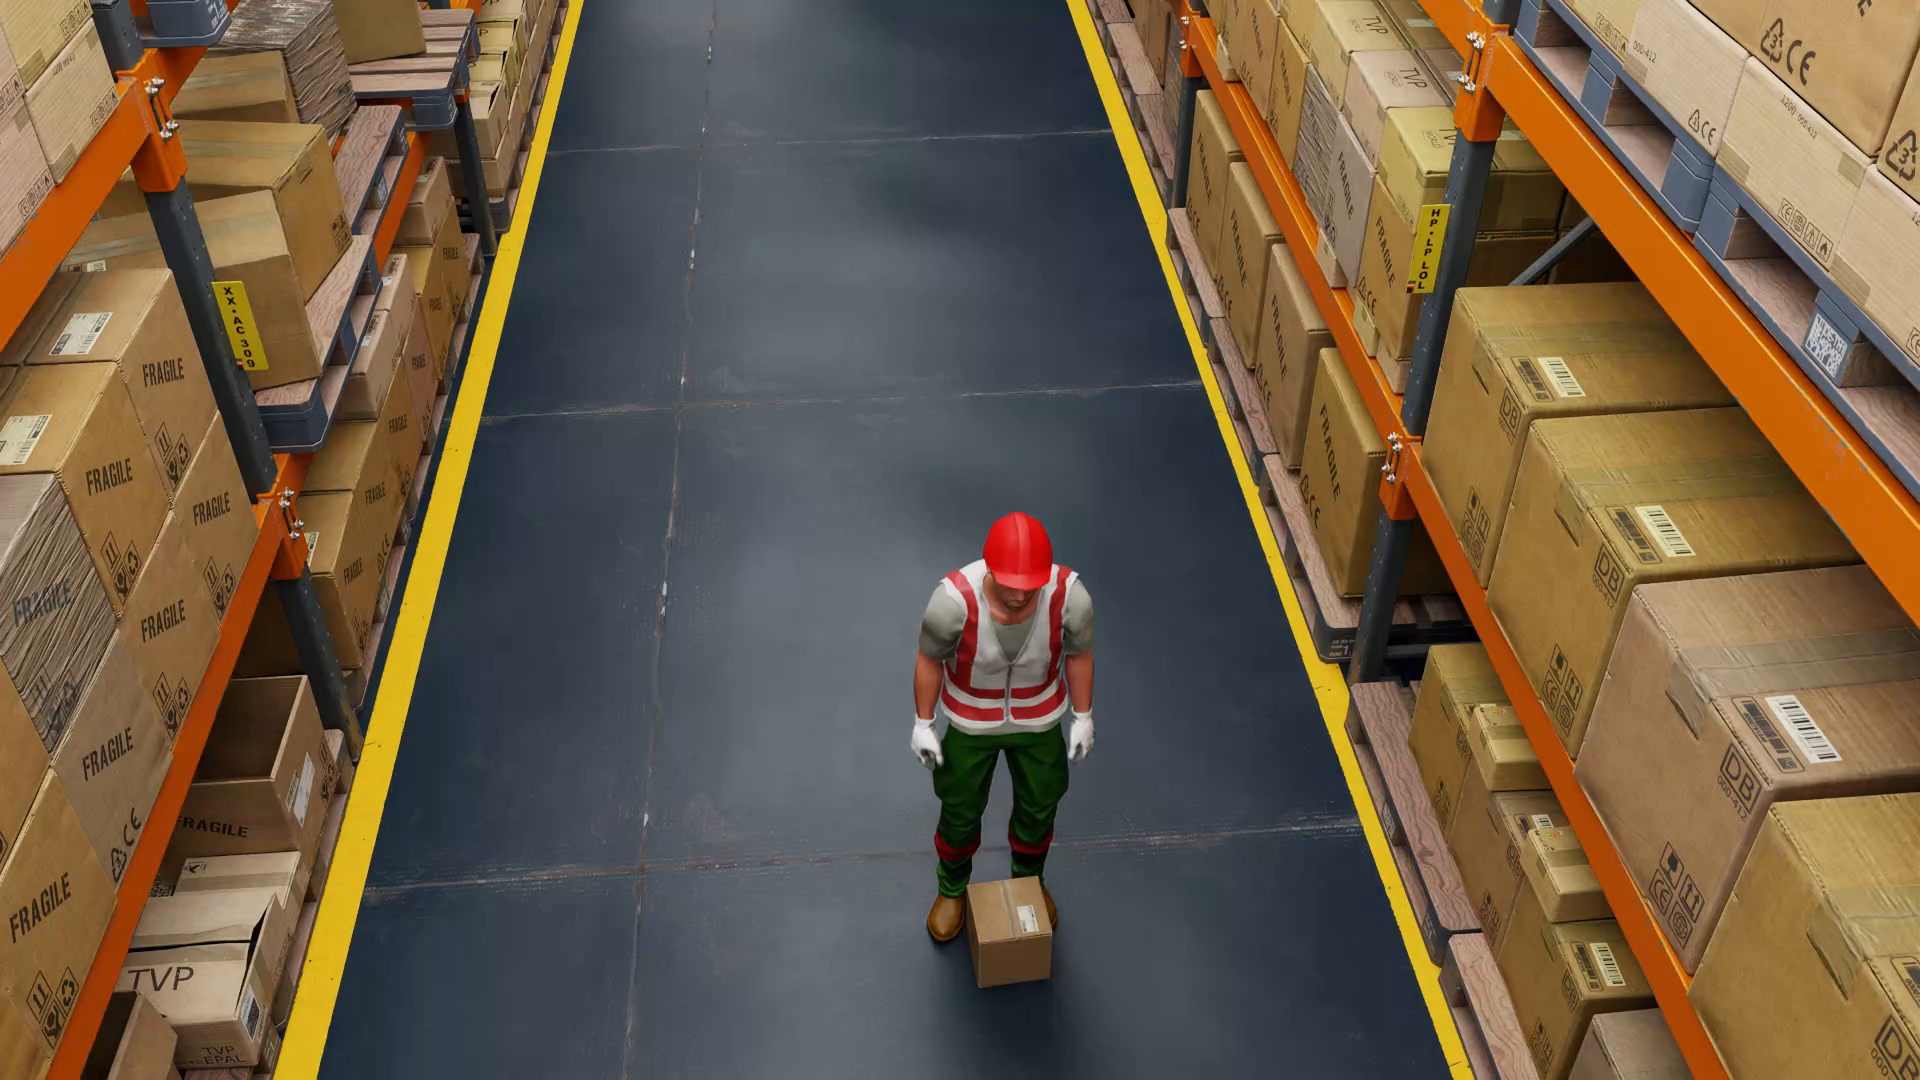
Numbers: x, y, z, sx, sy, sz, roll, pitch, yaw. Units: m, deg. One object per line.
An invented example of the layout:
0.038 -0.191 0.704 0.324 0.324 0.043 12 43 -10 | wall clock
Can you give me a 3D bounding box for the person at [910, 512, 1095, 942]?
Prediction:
0.141 0.602 5.393 0.606 1.778 0.452 -3 39 -4 | person
